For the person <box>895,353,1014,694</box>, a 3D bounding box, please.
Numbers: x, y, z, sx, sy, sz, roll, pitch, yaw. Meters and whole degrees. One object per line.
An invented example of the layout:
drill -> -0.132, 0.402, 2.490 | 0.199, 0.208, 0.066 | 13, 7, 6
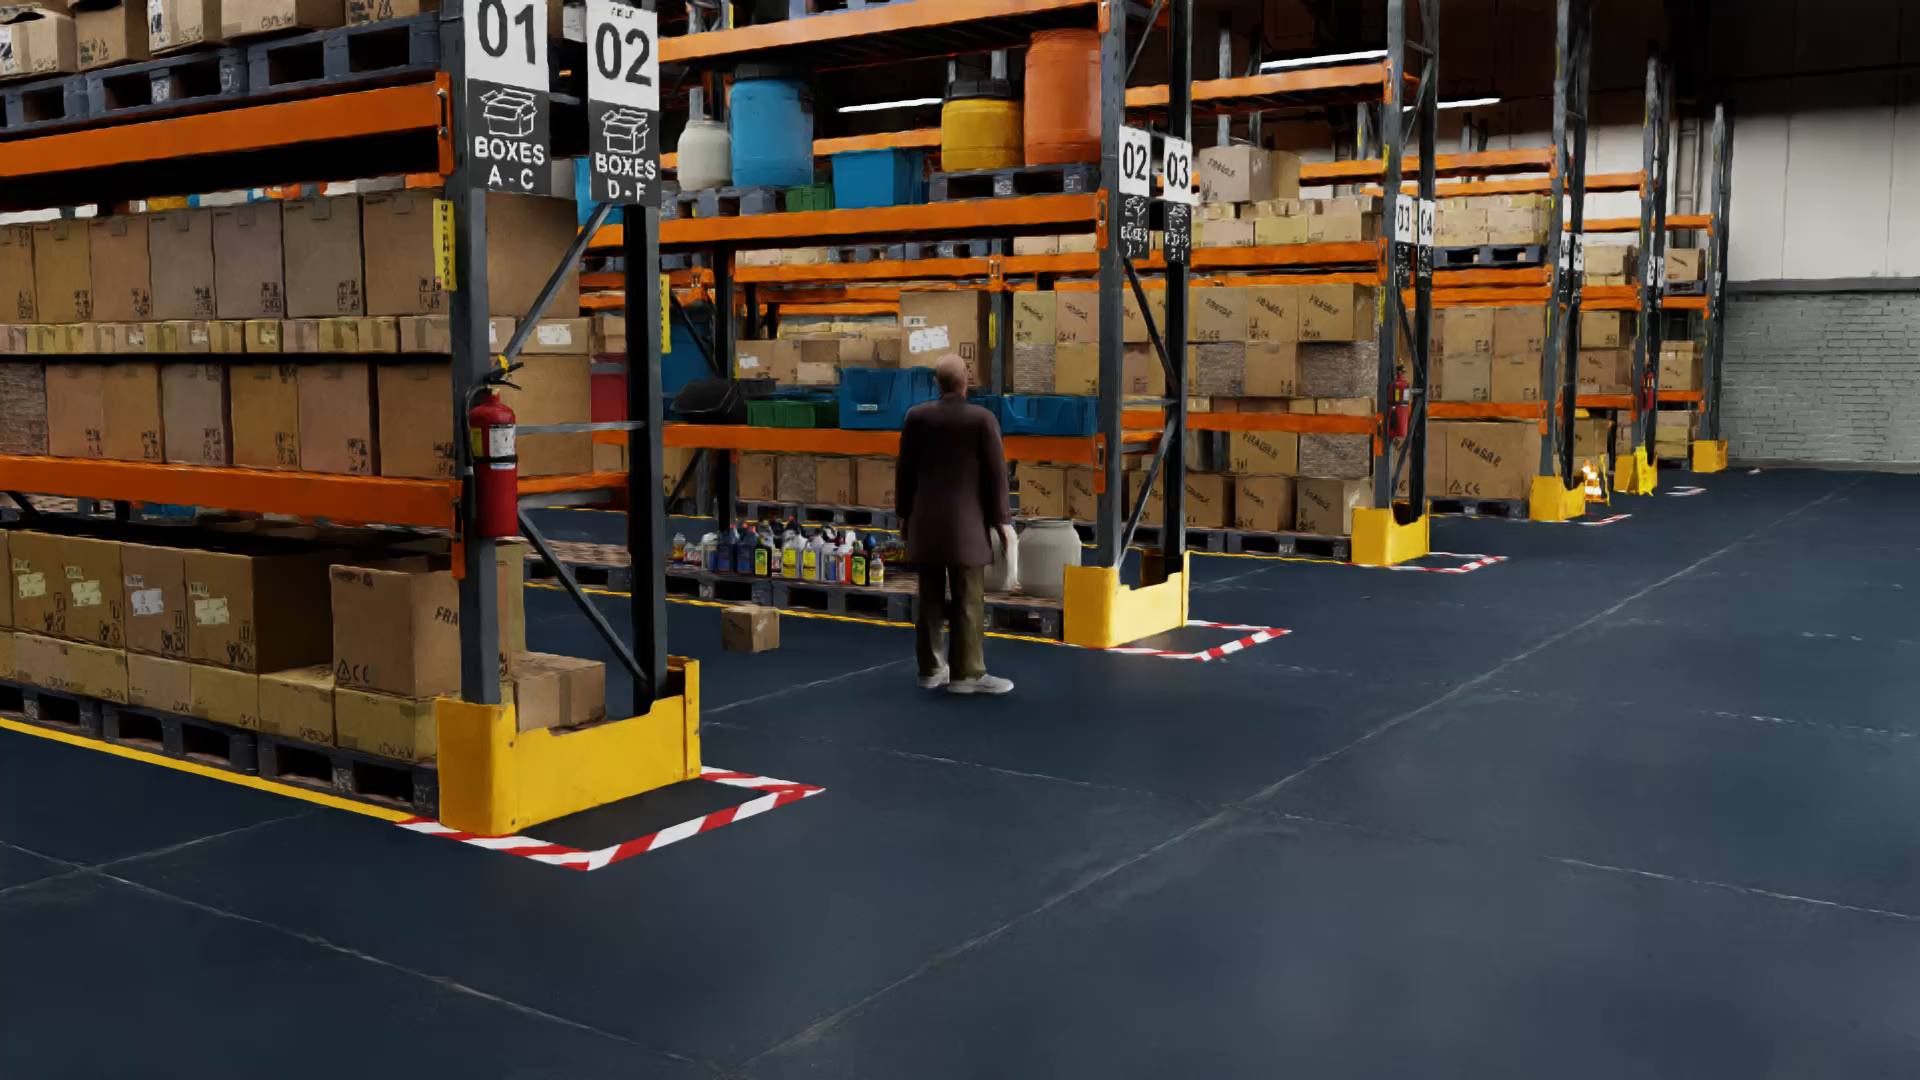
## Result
person -> -0.027, -0.091, 8.831 | 0.659, 1.791, 0.421 | 2, 7, 22
